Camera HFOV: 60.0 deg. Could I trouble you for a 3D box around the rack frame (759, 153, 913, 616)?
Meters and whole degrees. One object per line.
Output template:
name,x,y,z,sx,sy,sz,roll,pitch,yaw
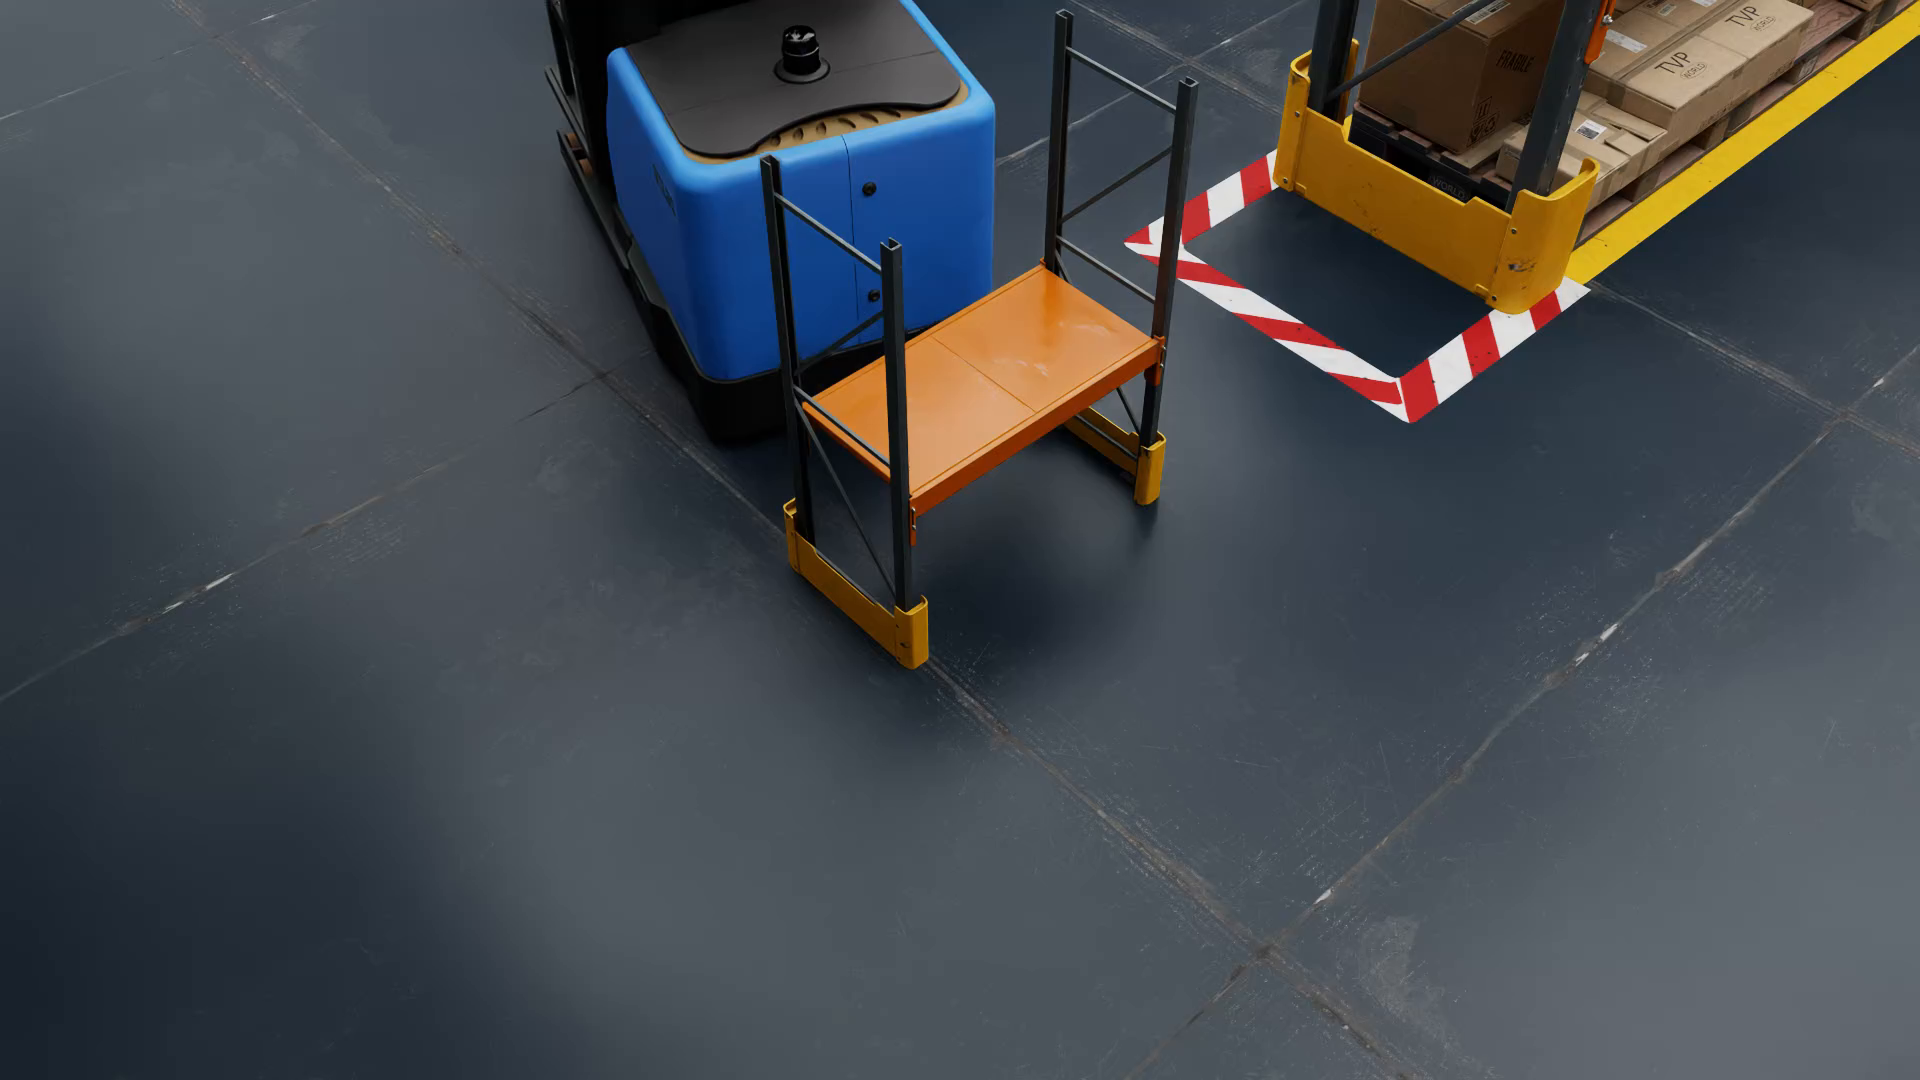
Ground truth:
rack frame,-0.313,-0.299,4.506,0.032,1.500,0.500,-34,56,-27

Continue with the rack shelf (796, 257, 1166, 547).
rack shelf,0.063,-0.429,4.870,1.000,0.185,0.538,-34,56,-27

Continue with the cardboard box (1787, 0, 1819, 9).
cardboard box,3.244,-2.524,6.937,0.637,0.503,0.797,-34,56,-27

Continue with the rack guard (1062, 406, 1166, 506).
rack guard,0.425,-0.369,5.420,0.087,0.250,0.587,-34,56,-27

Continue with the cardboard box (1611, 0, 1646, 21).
cardboard box,2.631,-2.248,6.855,0.500,0.250,0.500,-34,56,-27

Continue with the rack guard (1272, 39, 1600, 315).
rack guard,1.727,-1.365,6.170,0.348,0.500,1.175,-34,56,-27

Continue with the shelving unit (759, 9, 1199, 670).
shelving unit,0.056,-0.546,4.734,1.083,1.500,0.587,-34,56,-27

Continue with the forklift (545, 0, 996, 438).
forklift,-0.931,-2.430,5.498,1.130,2.935,3.031,-18,50,-16

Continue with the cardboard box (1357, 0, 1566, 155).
cardboard box,1.907,-1.880,6.345,0.500,0.500,0.500,-34,56,-27

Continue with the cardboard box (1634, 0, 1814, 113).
cardboard box,3.004,-2.001,6.627,0.500,0.250,0.500,-34,56,-27

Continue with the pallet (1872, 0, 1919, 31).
pallet,4.122,-2.868,7.753,1.213,0.211,1.003,-34,56,-27

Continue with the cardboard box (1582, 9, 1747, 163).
cardboard box,2.634,-1.754,6.399,0.500,0.250,0.500,-34,56,-27

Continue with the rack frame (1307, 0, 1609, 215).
rack frame,1.671,-2.175,5.216,0.127,3.000,1.000,-34,56,-27

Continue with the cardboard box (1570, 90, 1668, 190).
cardboard box,2.397,-1.507,6.228,0.250,0.166,0.380,-34,56,-27

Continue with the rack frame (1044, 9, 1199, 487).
rack frame,0.439,-0.802,4.970,0.032,1.500,0.500,-34,56,-27

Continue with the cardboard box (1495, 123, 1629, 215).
cardboard box,2.212,-1.378,6.121,0.250,0.149,0.380,-34,56,-27

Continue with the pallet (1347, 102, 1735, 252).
pallet,2.316,-1.662,6.640,1.213,0.211,1.003,-34,56,-27

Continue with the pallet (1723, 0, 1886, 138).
pallet,3.219,-2.262,7.194,1.213,0.211,1.003,-34,56,-27

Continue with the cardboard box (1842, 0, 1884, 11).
cardboard box,3.845,-2.584,7.123,0.500,0.311,0.500,-34,56,-27

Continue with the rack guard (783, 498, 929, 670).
rack guard,-0.312,0.124,4.966,0.087,0.250,0.587,-34,56,-27

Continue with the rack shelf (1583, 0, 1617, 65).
rack shelf,3.151,-2.920,6.393,4.000,0.370,1.077,-34,56,-27
